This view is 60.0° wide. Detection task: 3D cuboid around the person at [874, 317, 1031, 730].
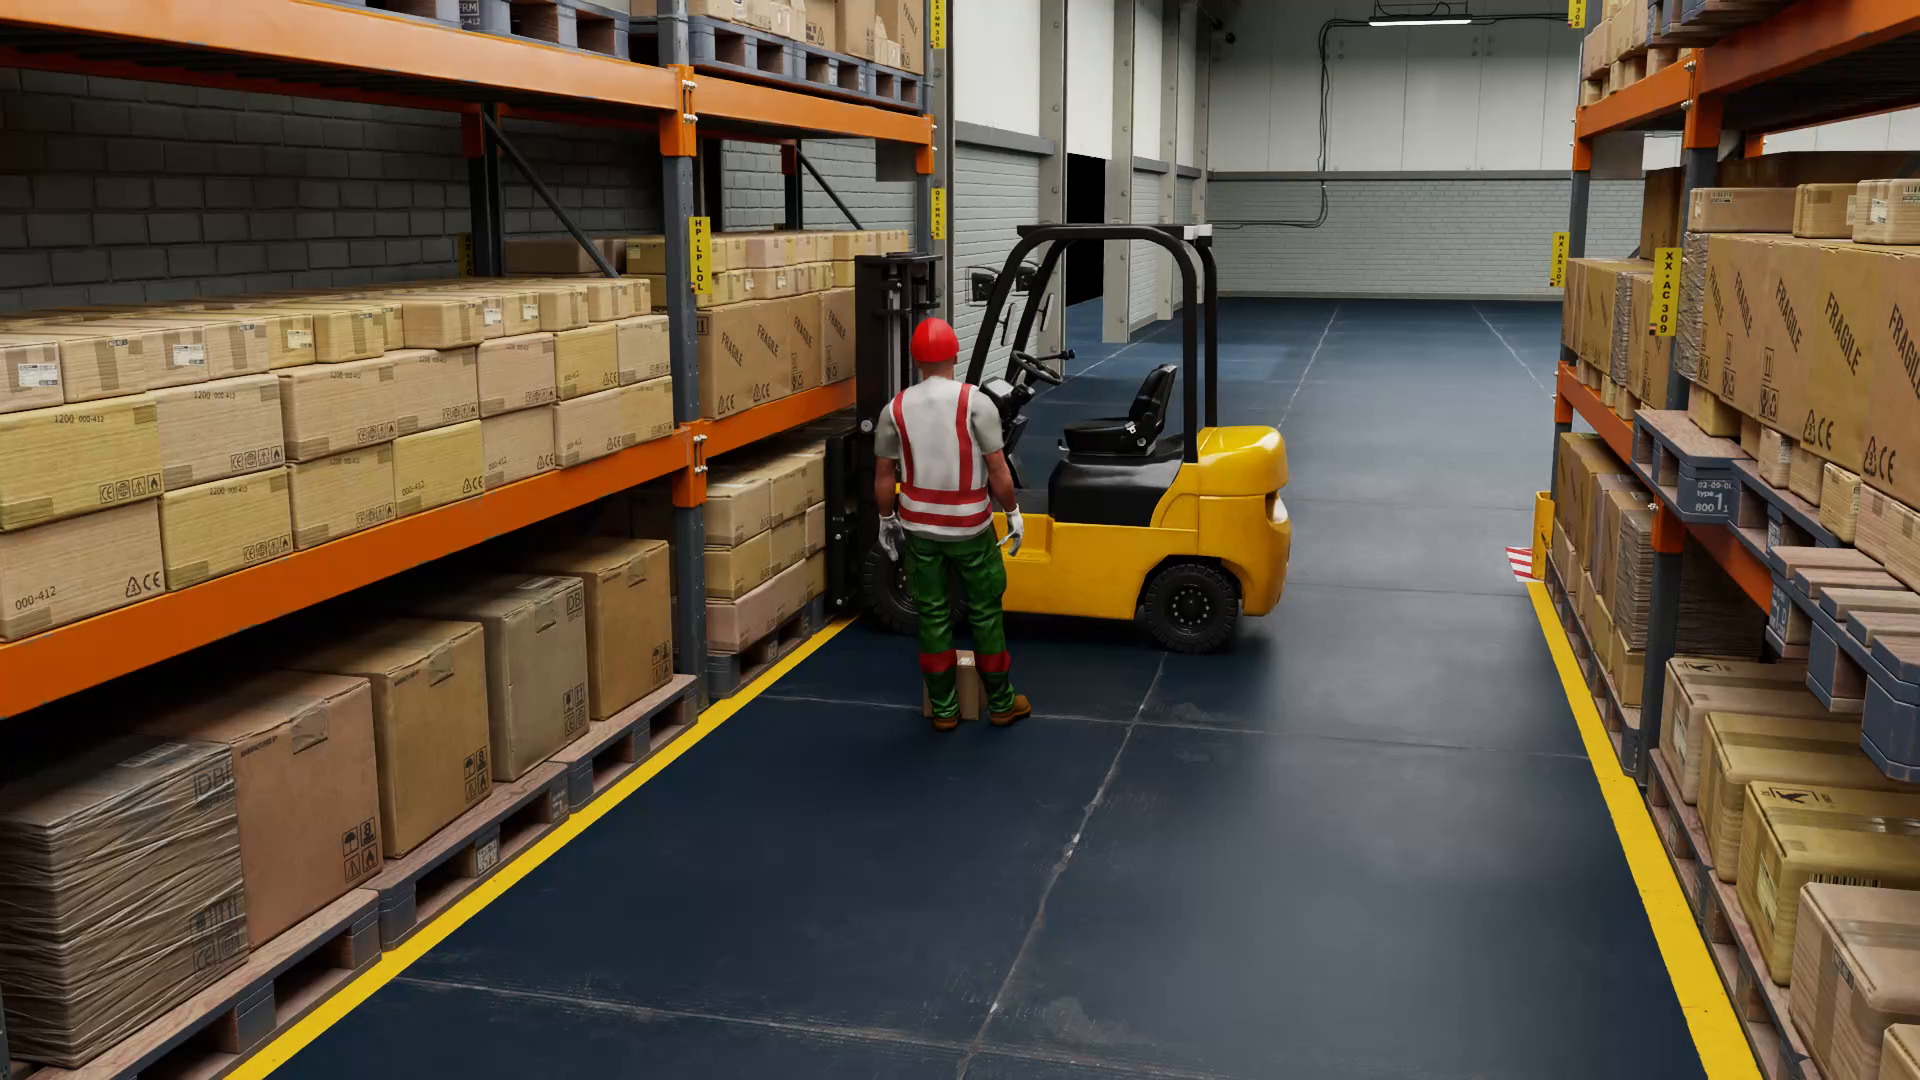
[{"bbox_3d":[-0.028,-0.071,7.190,0.637,1.787,0.565,3,12,14],"label":"person"}]
